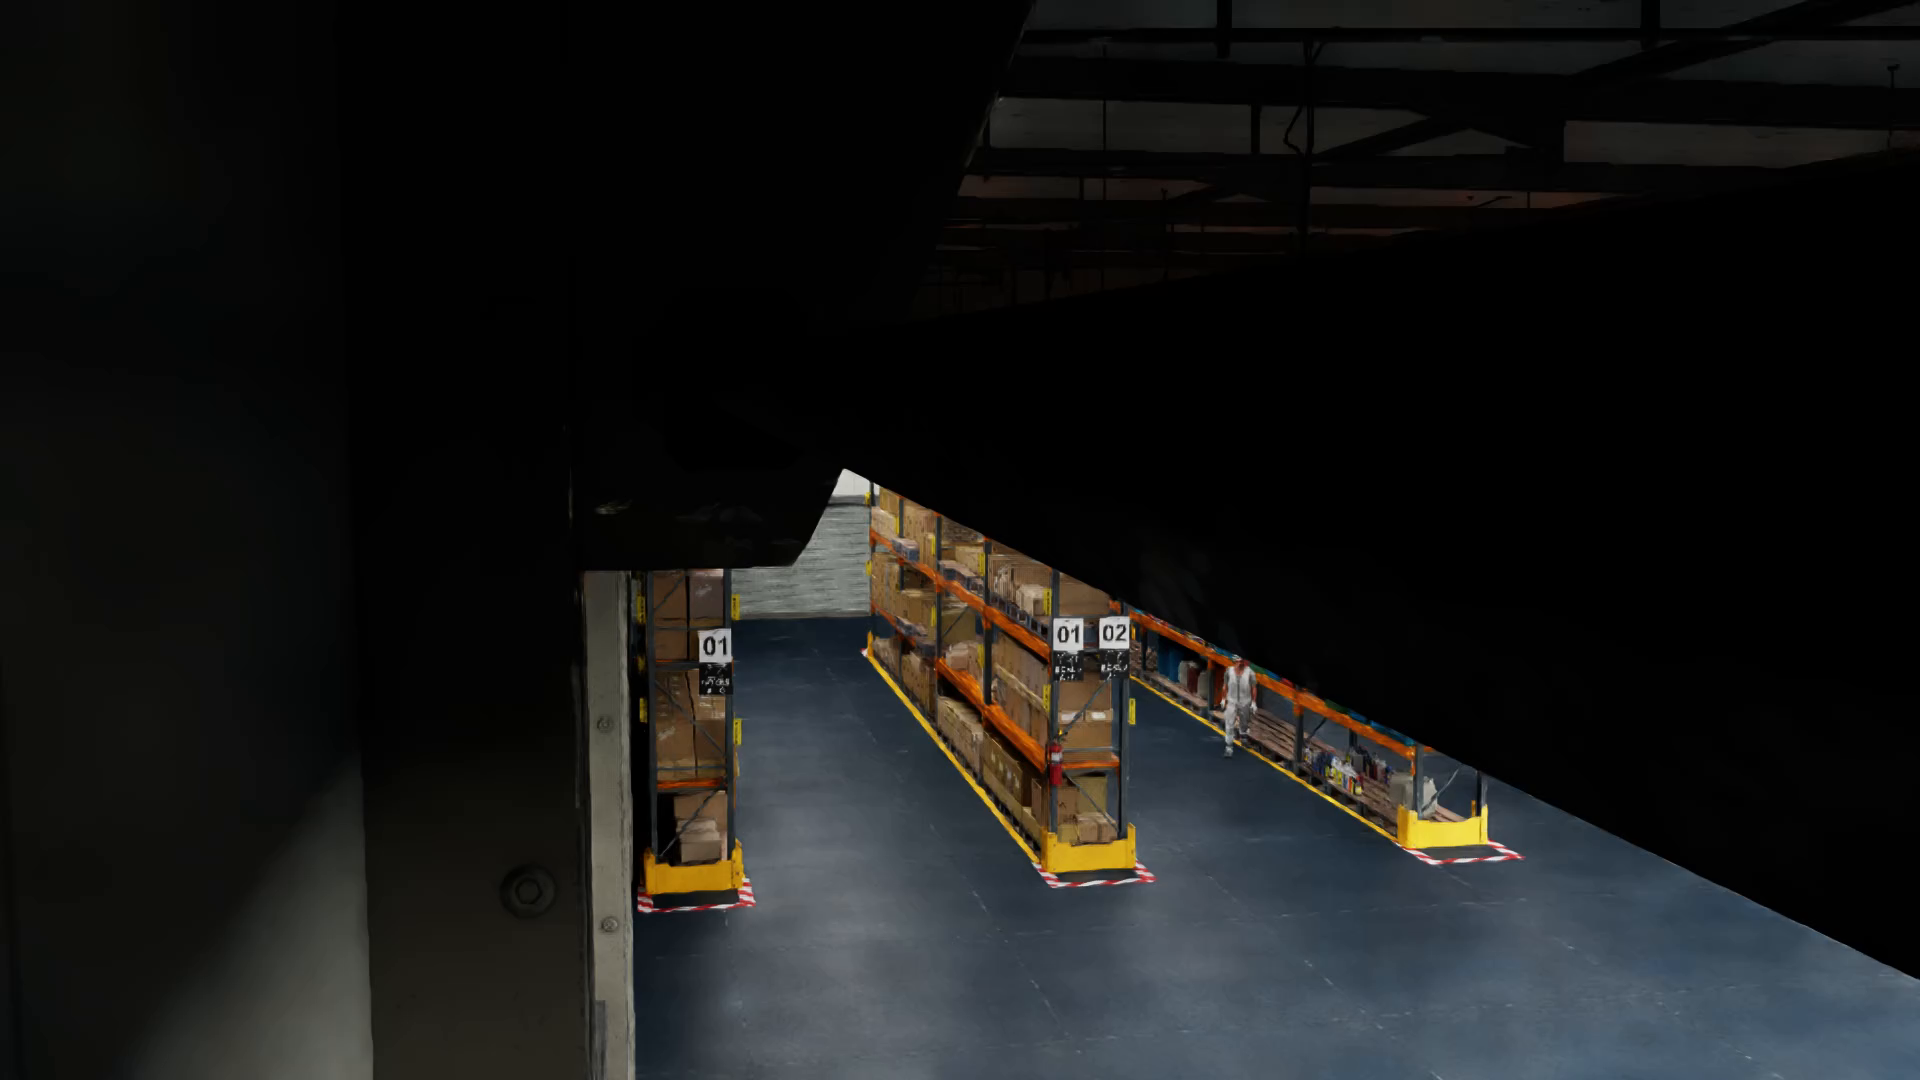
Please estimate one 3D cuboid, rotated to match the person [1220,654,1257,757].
[{"bbox_3d":[4.550,2.646,27.143,0.595,1.739,0.988,1,6,10],"label":"person"}]
